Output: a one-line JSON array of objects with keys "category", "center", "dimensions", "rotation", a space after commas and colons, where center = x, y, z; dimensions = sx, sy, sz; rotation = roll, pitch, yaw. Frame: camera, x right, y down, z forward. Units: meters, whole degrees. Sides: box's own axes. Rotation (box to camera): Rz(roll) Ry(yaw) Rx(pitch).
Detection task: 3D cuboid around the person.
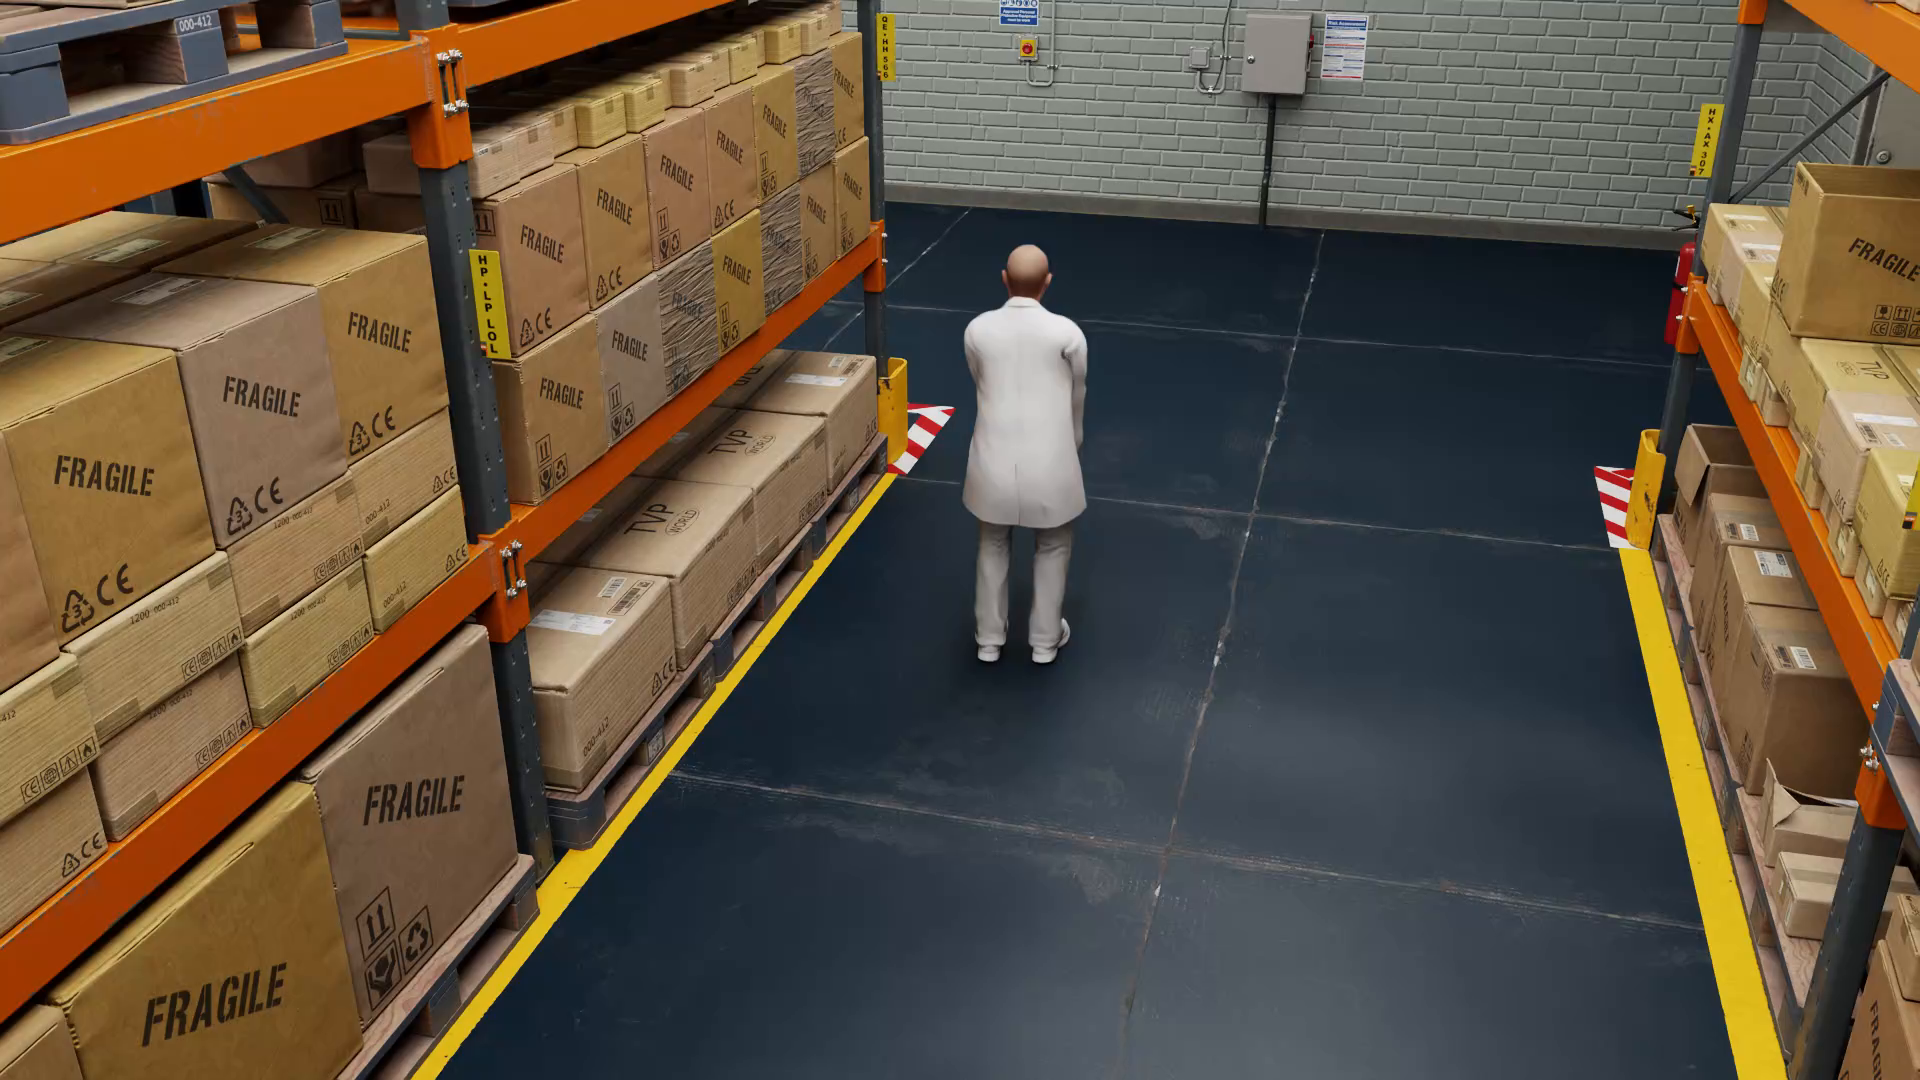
[{"category": "person", "center": [0.237, -0.327, 6.830], "dimensions": [0.647, 1.772, 0.429], "rotation": [5, 25, 10]}]
